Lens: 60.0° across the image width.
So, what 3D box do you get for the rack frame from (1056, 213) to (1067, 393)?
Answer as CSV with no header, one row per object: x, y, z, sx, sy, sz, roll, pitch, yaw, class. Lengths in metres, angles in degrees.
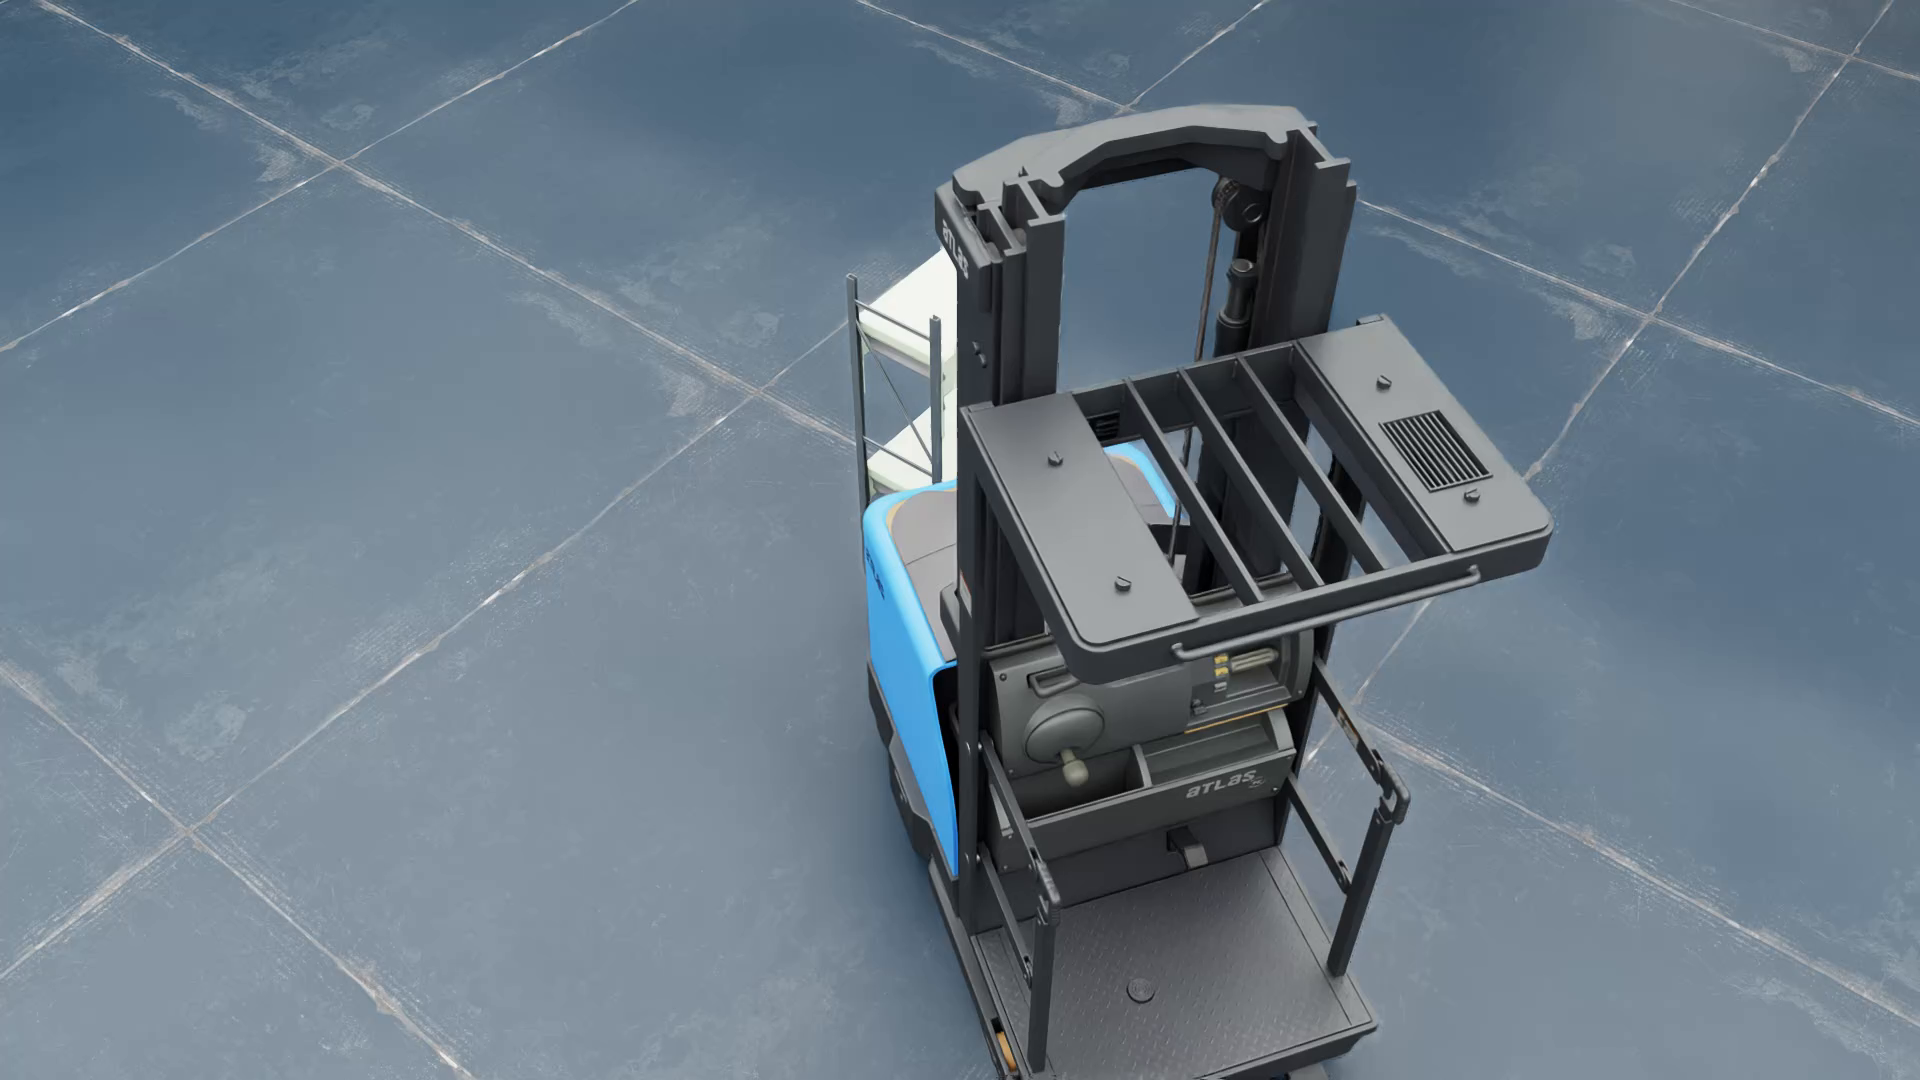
0.220,-0.724,6.569,0.400,1.500,0.023,29,53,25,rack frame

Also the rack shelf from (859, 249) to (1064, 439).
-0.004,-0.784,6.087,0.431,0.370,0.720,29,53,25,rack shelf

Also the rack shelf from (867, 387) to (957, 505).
-0.004,-0.289,6.604,0.431,0.370,0.720,29,53,25,rack shelf

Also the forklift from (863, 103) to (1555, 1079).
0.609,0.496,4.414,1.130,2.935,3.031,-14,48,-13,forklift

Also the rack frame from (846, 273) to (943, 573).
-0.228,-0.305,6.169,0.400,1.500,0.023,29,53,25,rack frame

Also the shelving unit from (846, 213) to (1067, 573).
-0.004,-0.514,6.369,0.431,1.500,0.755,29,53,25,shelving unit
